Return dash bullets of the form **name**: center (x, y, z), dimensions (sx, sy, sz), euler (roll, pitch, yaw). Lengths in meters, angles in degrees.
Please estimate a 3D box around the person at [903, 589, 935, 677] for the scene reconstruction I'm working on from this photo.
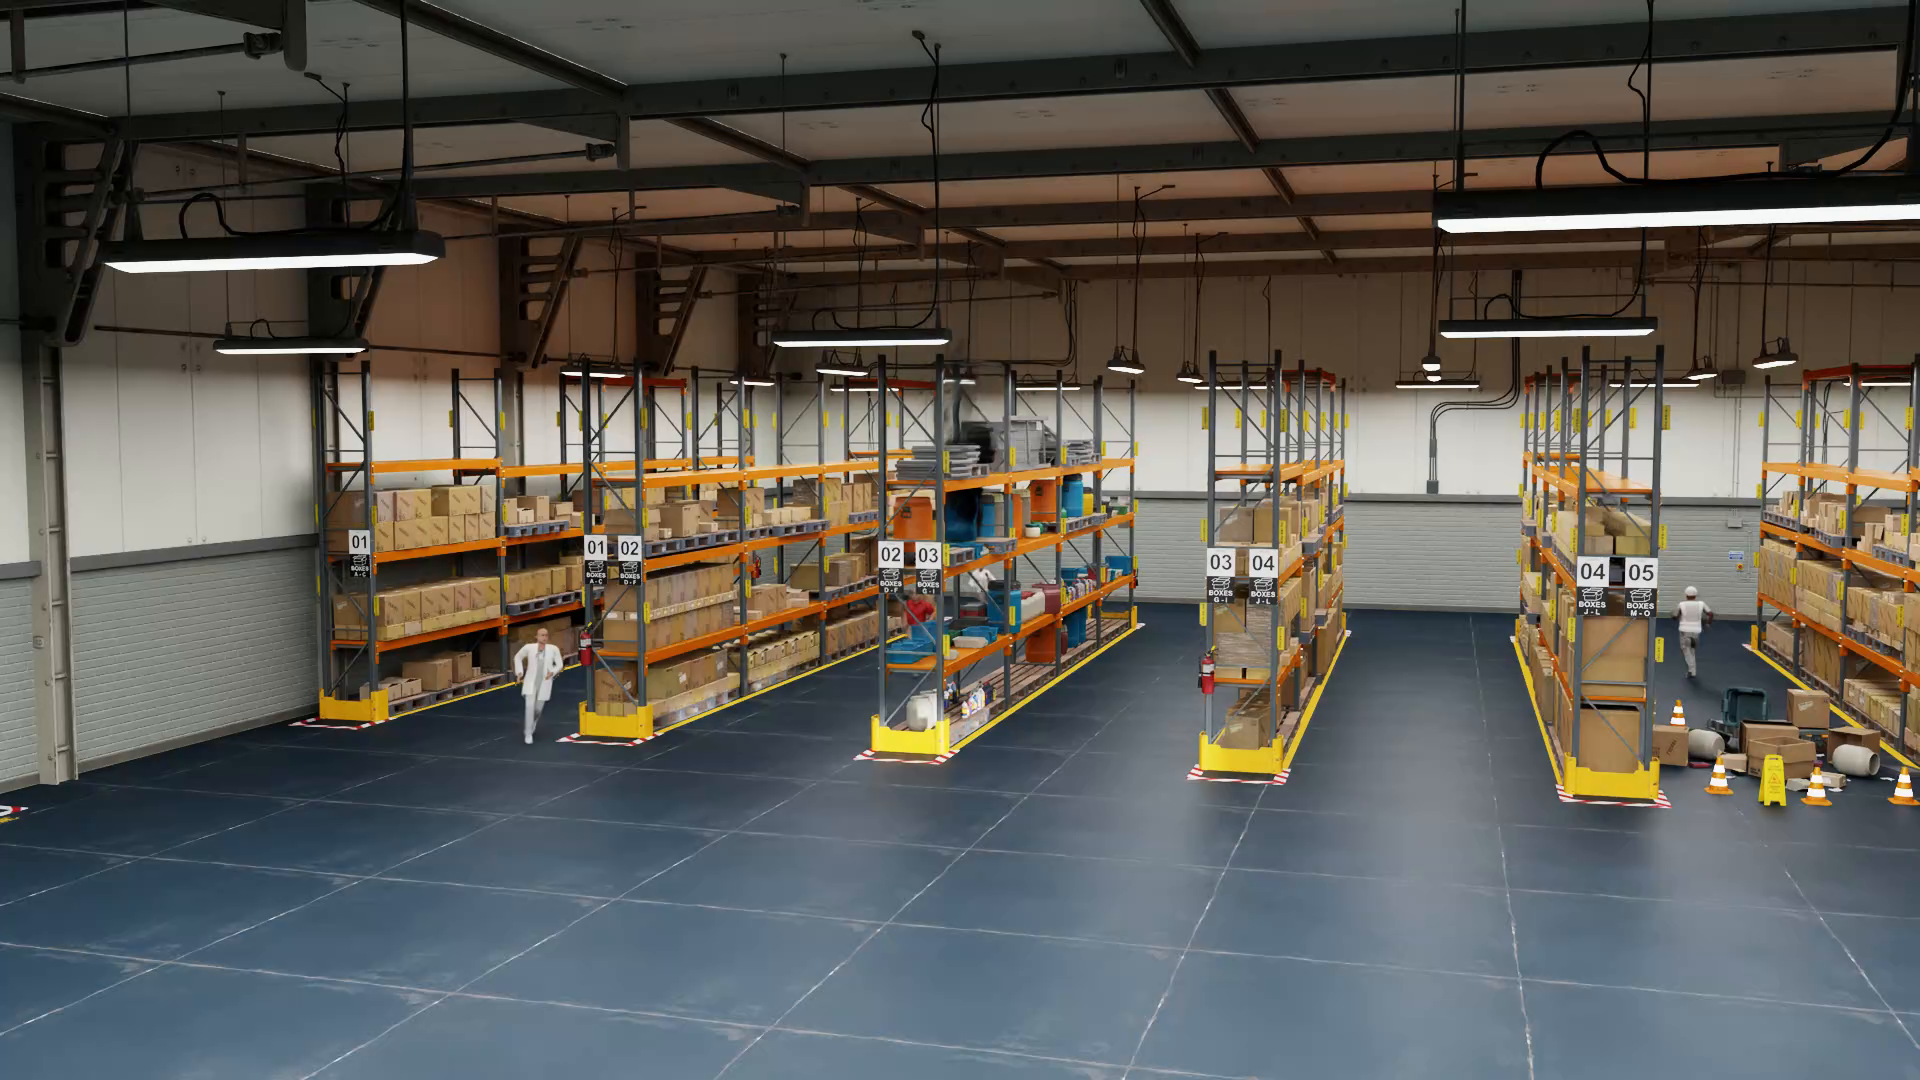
- **person**: center (-0.830, 1.814, 32.983), dimensions (0.688, 1.716, 0.818), euler (1, 4, 15)

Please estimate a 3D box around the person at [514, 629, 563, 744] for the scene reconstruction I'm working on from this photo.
- **person**: center (-6.652, 2.276, 26.272), dimensions (0.749, 1.768, 0.905), euler (-1, 4, -18)

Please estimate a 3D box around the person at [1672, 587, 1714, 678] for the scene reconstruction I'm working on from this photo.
- **person**: center (14.088, 1.813, 32.054), dimensions (0.661, 1.840, 0.810), euler (0, 4, 1)

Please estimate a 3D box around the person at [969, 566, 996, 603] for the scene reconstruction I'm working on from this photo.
- **person**: center (0.549, 1.282, 40.693), dimensions (0.655, 1.664, 0.770), euler (0, 4, -4)
